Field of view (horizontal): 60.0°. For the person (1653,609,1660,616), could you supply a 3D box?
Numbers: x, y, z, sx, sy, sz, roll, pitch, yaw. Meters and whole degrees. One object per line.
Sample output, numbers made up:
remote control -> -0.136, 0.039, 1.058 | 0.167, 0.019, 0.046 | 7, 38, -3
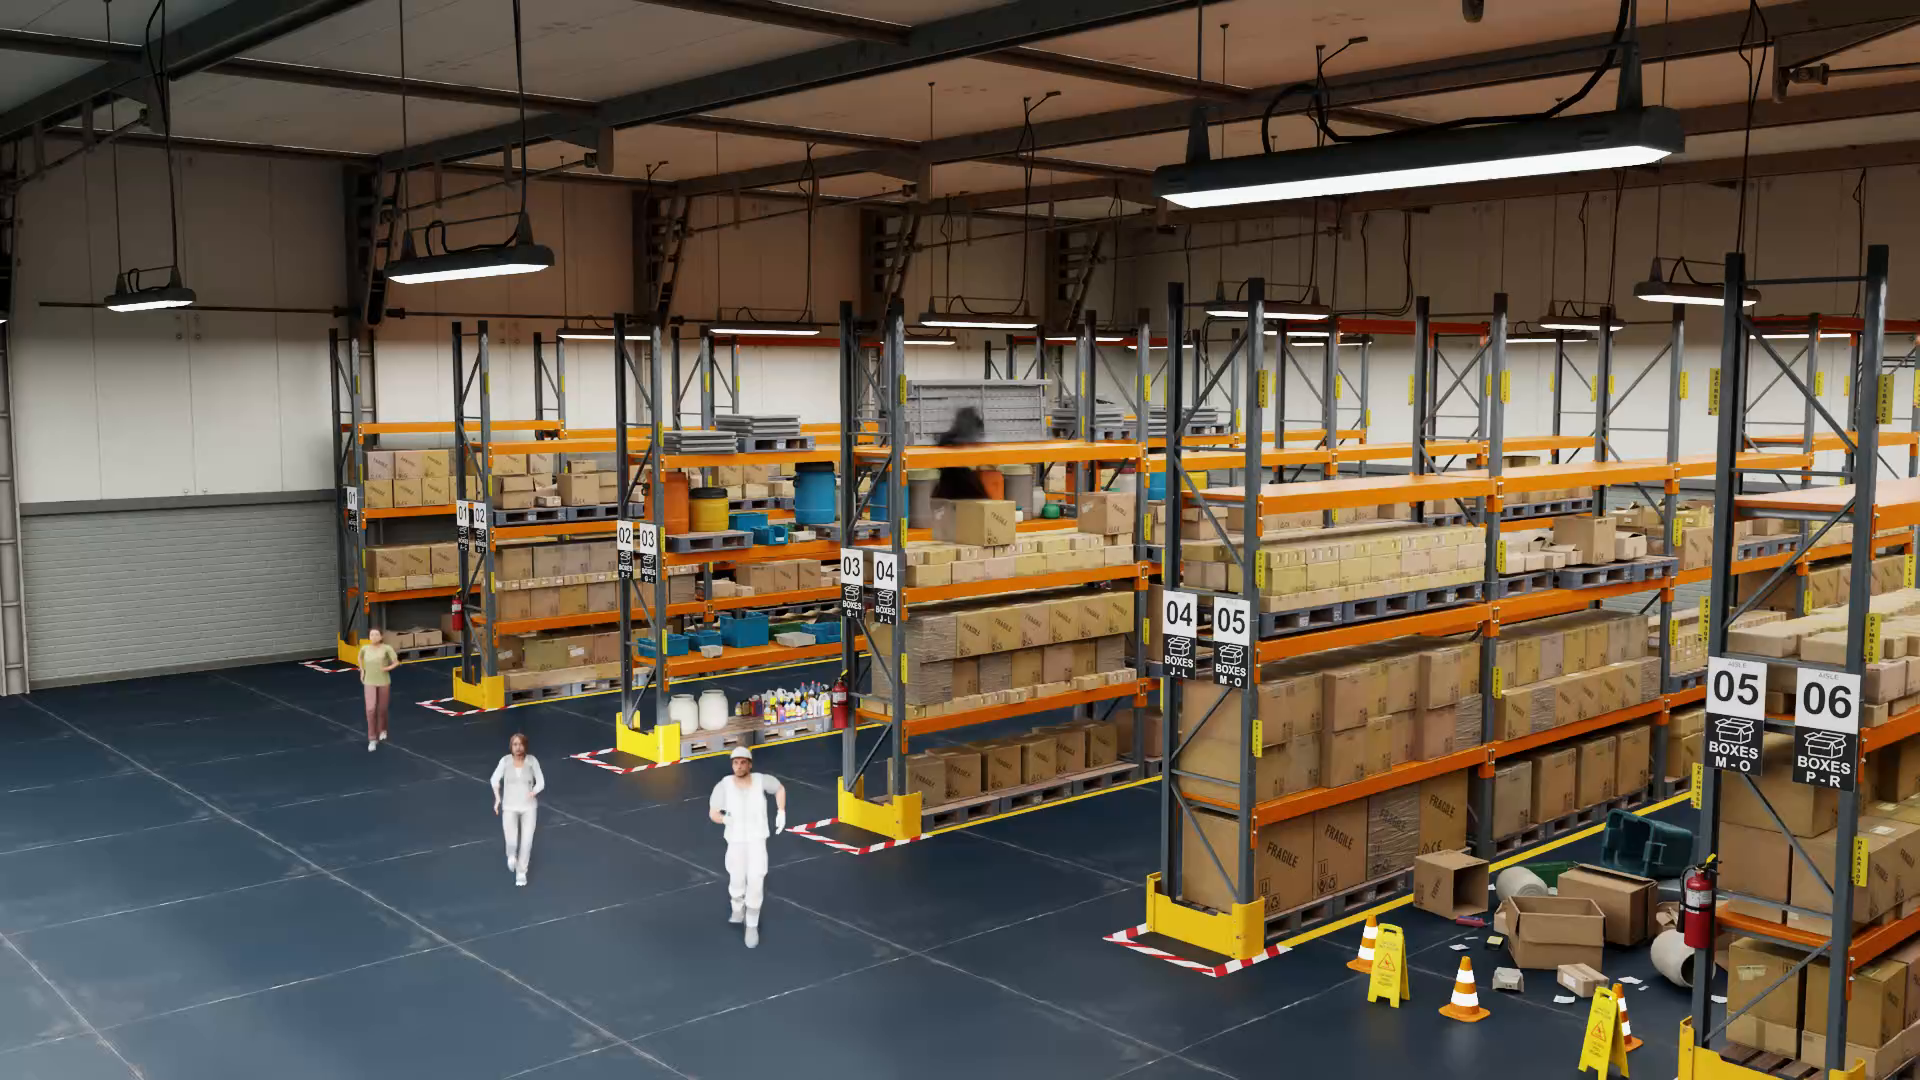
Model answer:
person -> 10.431, 1.885, 24.852 | 0.658, 1.705, 0.584 | -4, 7, -38

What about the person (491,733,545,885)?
person -> -4.467, 2.732, 16.832 | 0.530, 1.558, 0.537 | -2, 6, -15

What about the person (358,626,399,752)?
person -> -8.111, 2.039, 23.215 | 0.569, 1.703, 0.839 | -1, 6, -15

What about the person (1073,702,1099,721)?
person -> 1.763, 1.918, 23.907 | 0.700, 1.762, 0.956 | 4, 7, 37

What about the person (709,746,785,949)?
person -> -1.948, 2.773, 15.249 | 0.673, 1.818, 0.910 | 0, 6, -2
